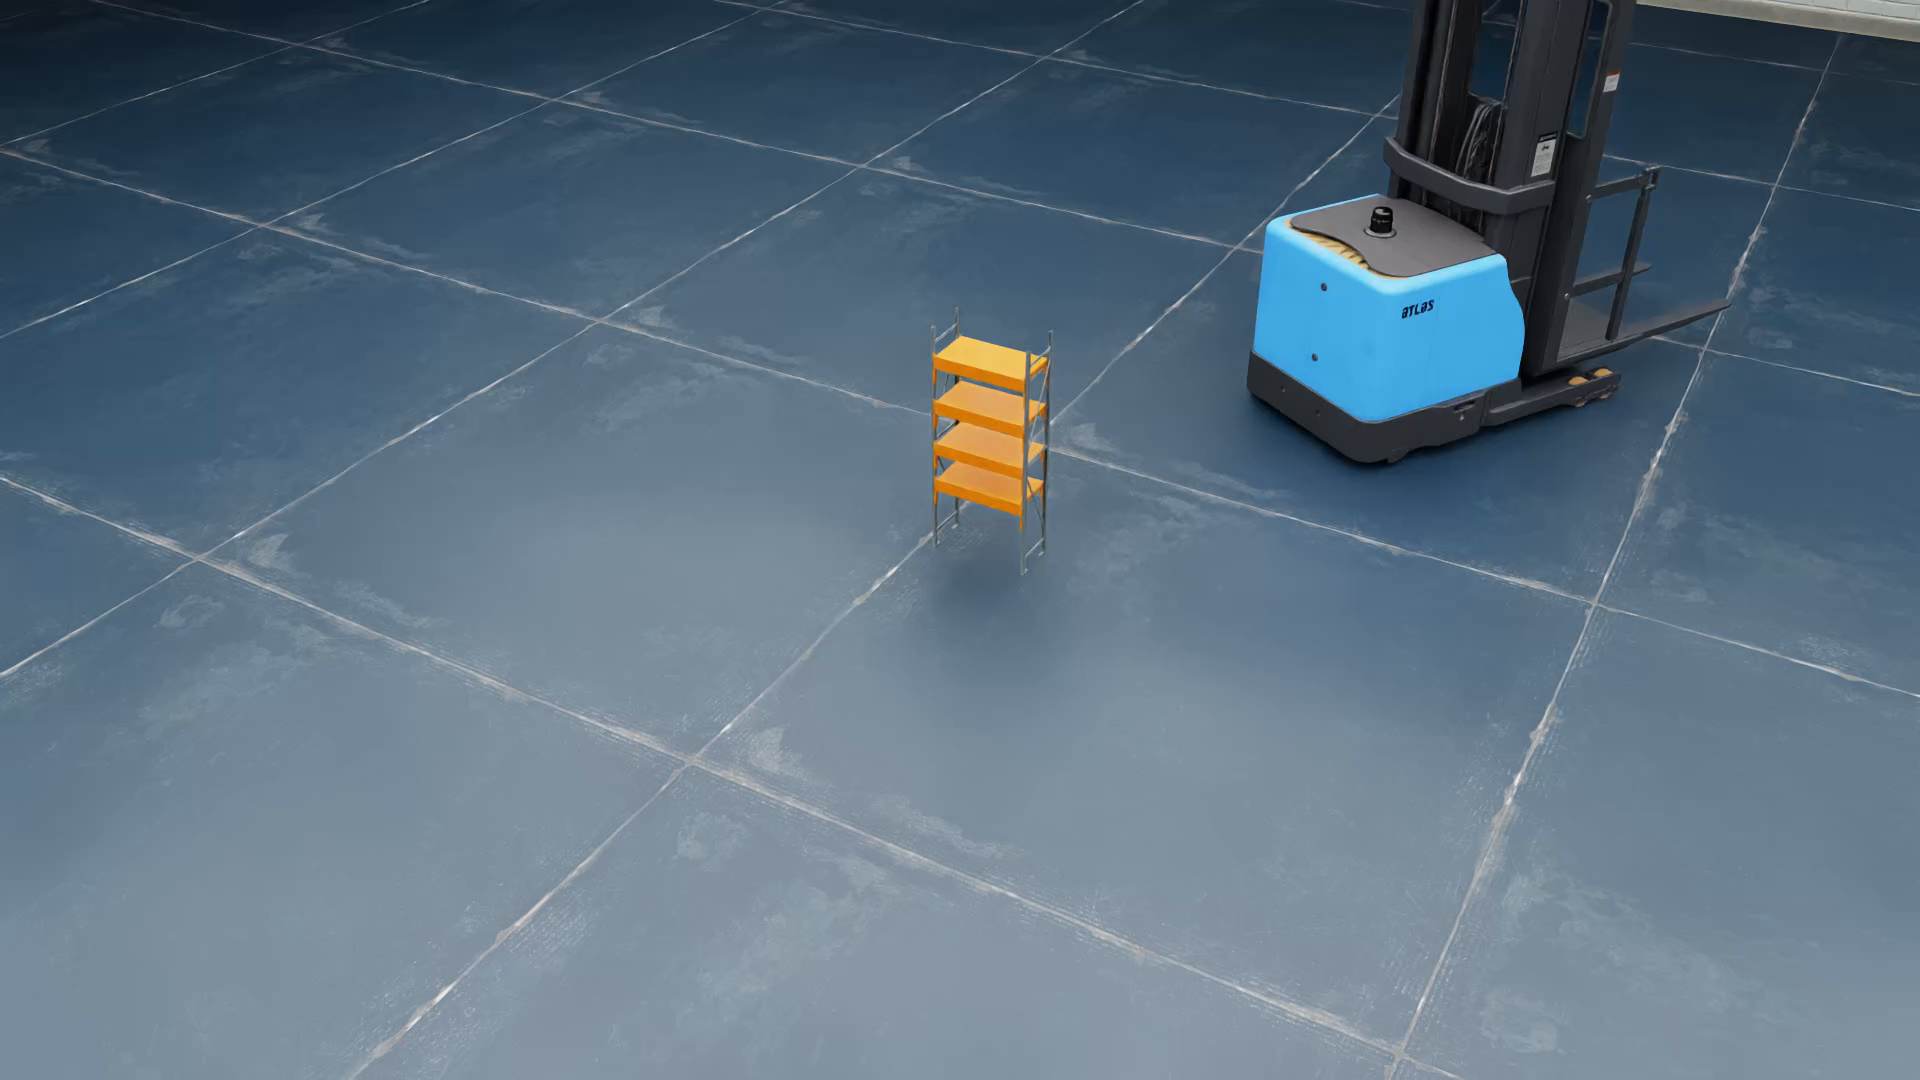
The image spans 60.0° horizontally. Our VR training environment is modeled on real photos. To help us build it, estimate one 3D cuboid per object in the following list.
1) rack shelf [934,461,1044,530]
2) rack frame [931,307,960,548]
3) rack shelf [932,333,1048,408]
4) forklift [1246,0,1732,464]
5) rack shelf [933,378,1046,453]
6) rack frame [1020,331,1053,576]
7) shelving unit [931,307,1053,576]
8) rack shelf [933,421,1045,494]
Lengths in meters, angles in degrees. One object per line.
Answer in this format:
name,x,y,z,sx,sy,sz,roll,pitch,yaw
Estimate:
rack shelf,0.144,-0.233,7.996,0.480,0.148,0.258,18,37,24
rack frame,-0.068,-0.521,7.950,0.015,1.200,0.240,18,37,24
rack shelf,0.144,-0.781,7.631,0.480,0.148,0.258,18,37,24
forklift,3.161,-2.209,8.924,3.031,2.935,1.130,-17,37,-24
rack shelf,0.144,-0.584,7.762,0.480,0.148,0.258,18,37,24
rack frame,0.356,-0.387,7.748,0.015,1.200,0.240,18,37,24
shelving unit,0.144,-0.454,7.849,0.503,1.200,0.258,18,37,24
rack shelf,0.144,-0.398,7.886,0.480,0.148,0.258,18,37,24
